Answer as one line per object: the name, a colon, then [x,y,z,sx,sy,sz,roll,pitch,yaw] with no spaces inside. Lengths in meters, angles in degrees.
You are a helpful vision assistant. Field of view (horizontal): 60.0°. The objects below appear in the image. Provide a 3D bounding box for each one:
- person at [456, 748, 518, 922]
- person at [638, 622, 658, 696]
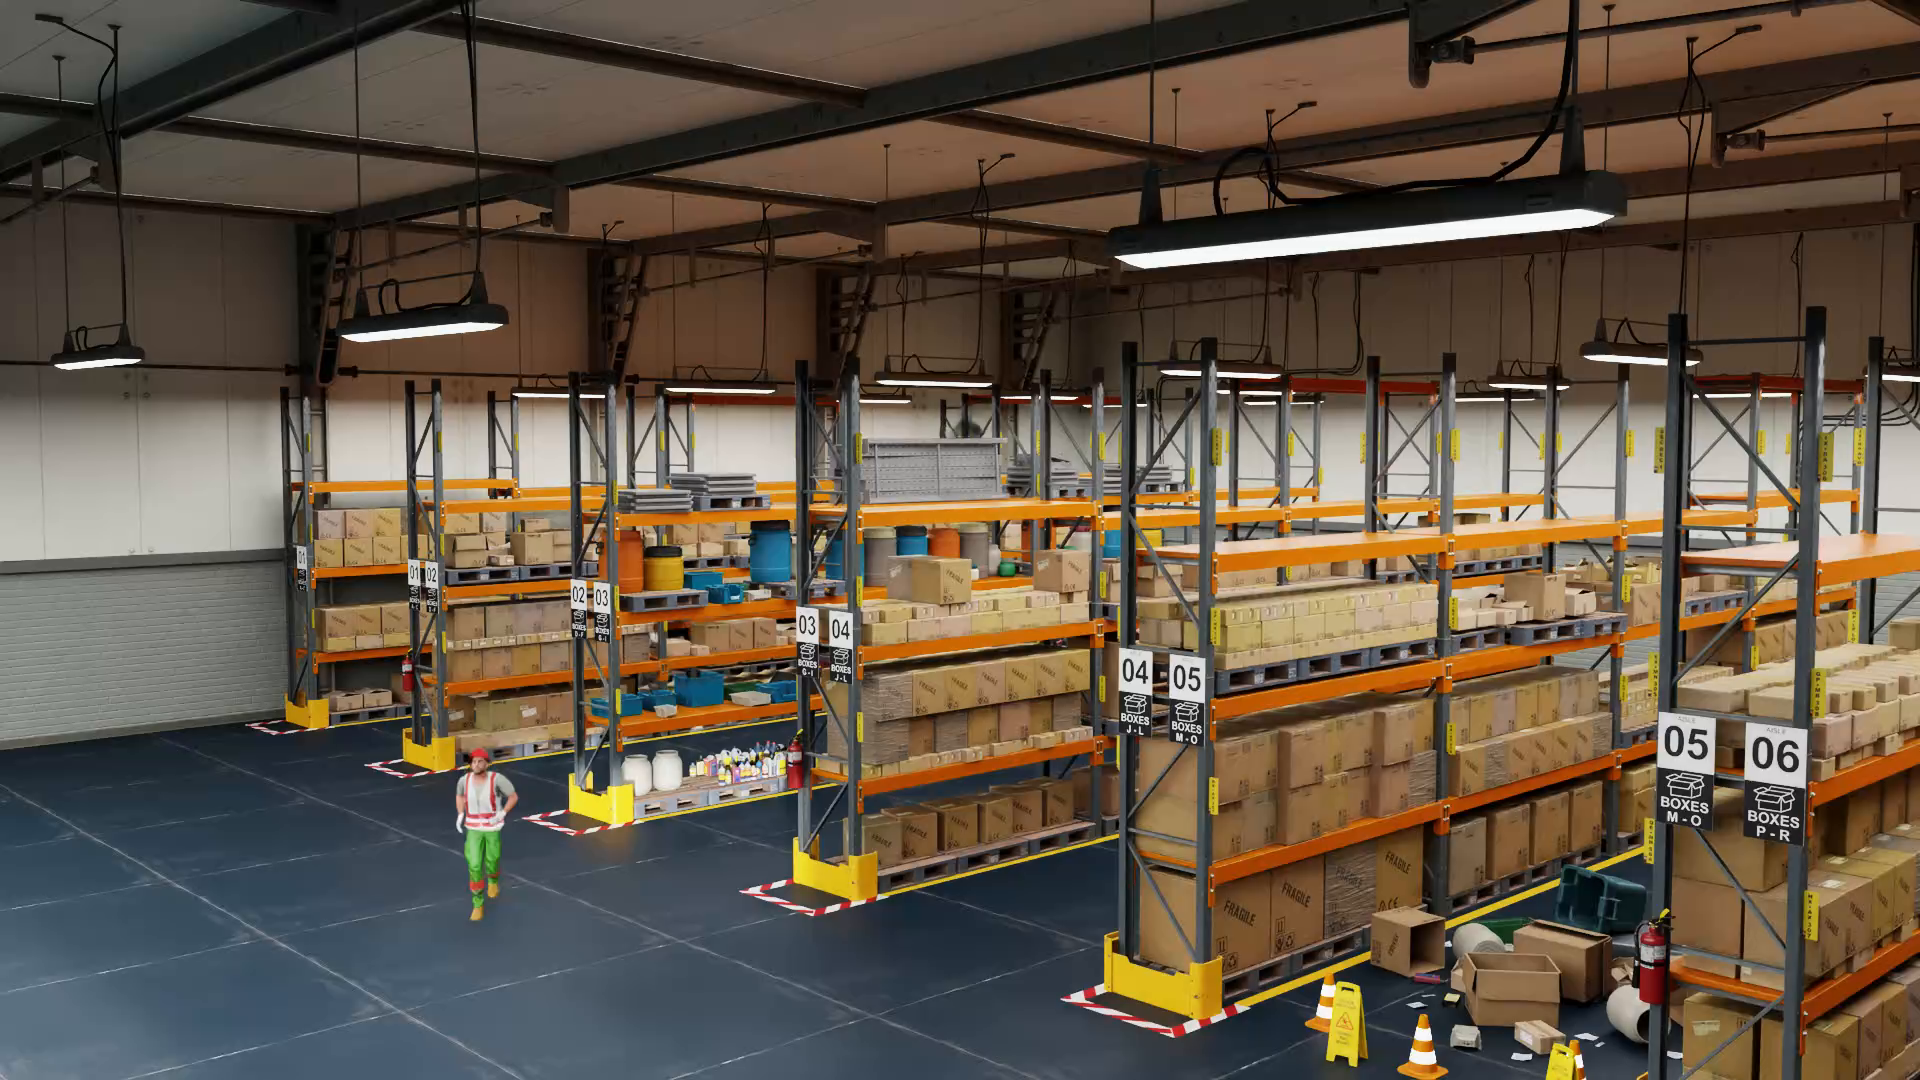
person: [-5.107,3.131,17.957,0.675,1.821,0.810,0,4,-3]
person: [-5.853,2.316,31.231,0.557,1.733,0.818,3,5,41]
